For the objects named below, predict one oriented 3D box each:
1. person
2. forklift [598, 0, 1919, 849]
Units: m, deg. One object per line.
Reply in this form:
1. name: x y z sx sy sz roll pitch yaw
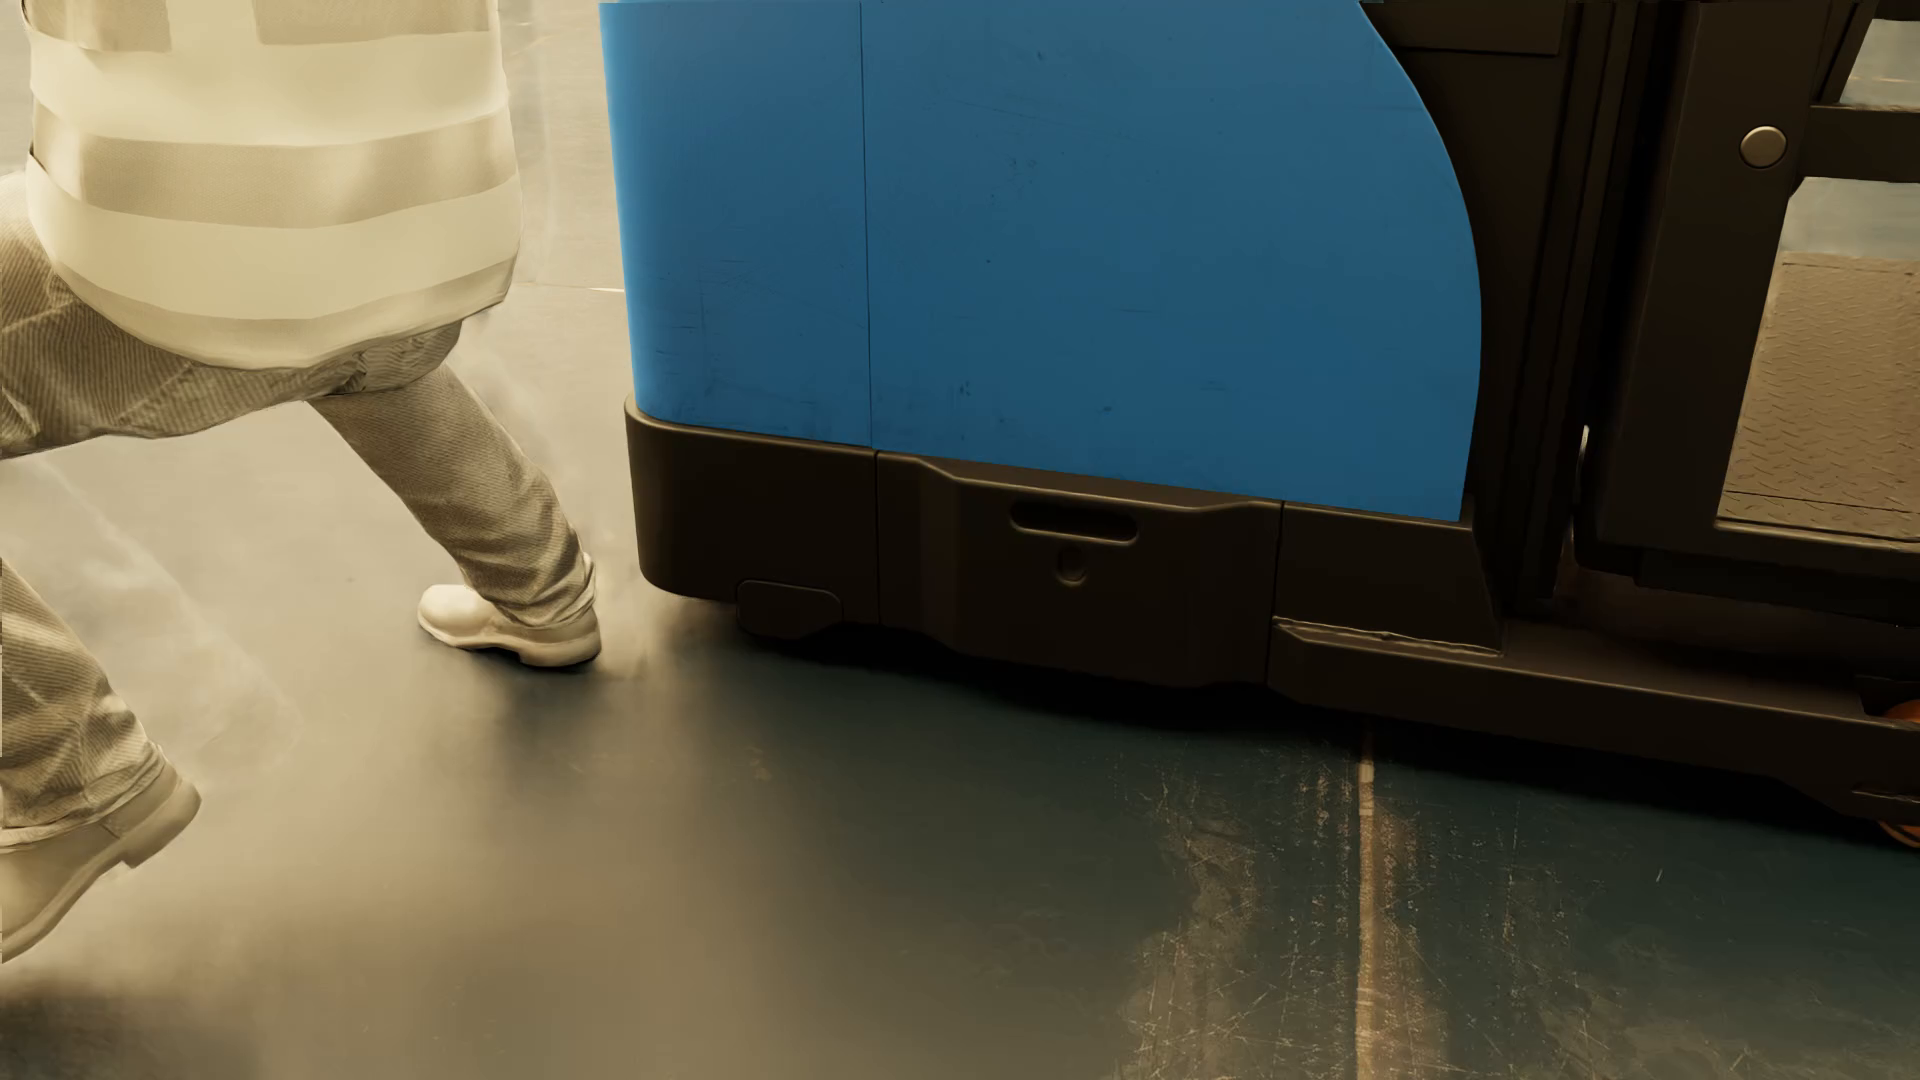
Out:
1. person: -0.791 -0.374 1.552 0.790 1.565 1.018 15 30 27
2. forklift: 1.137 -1.209 1.643 3.031 2.935 1.130 8 28 15
